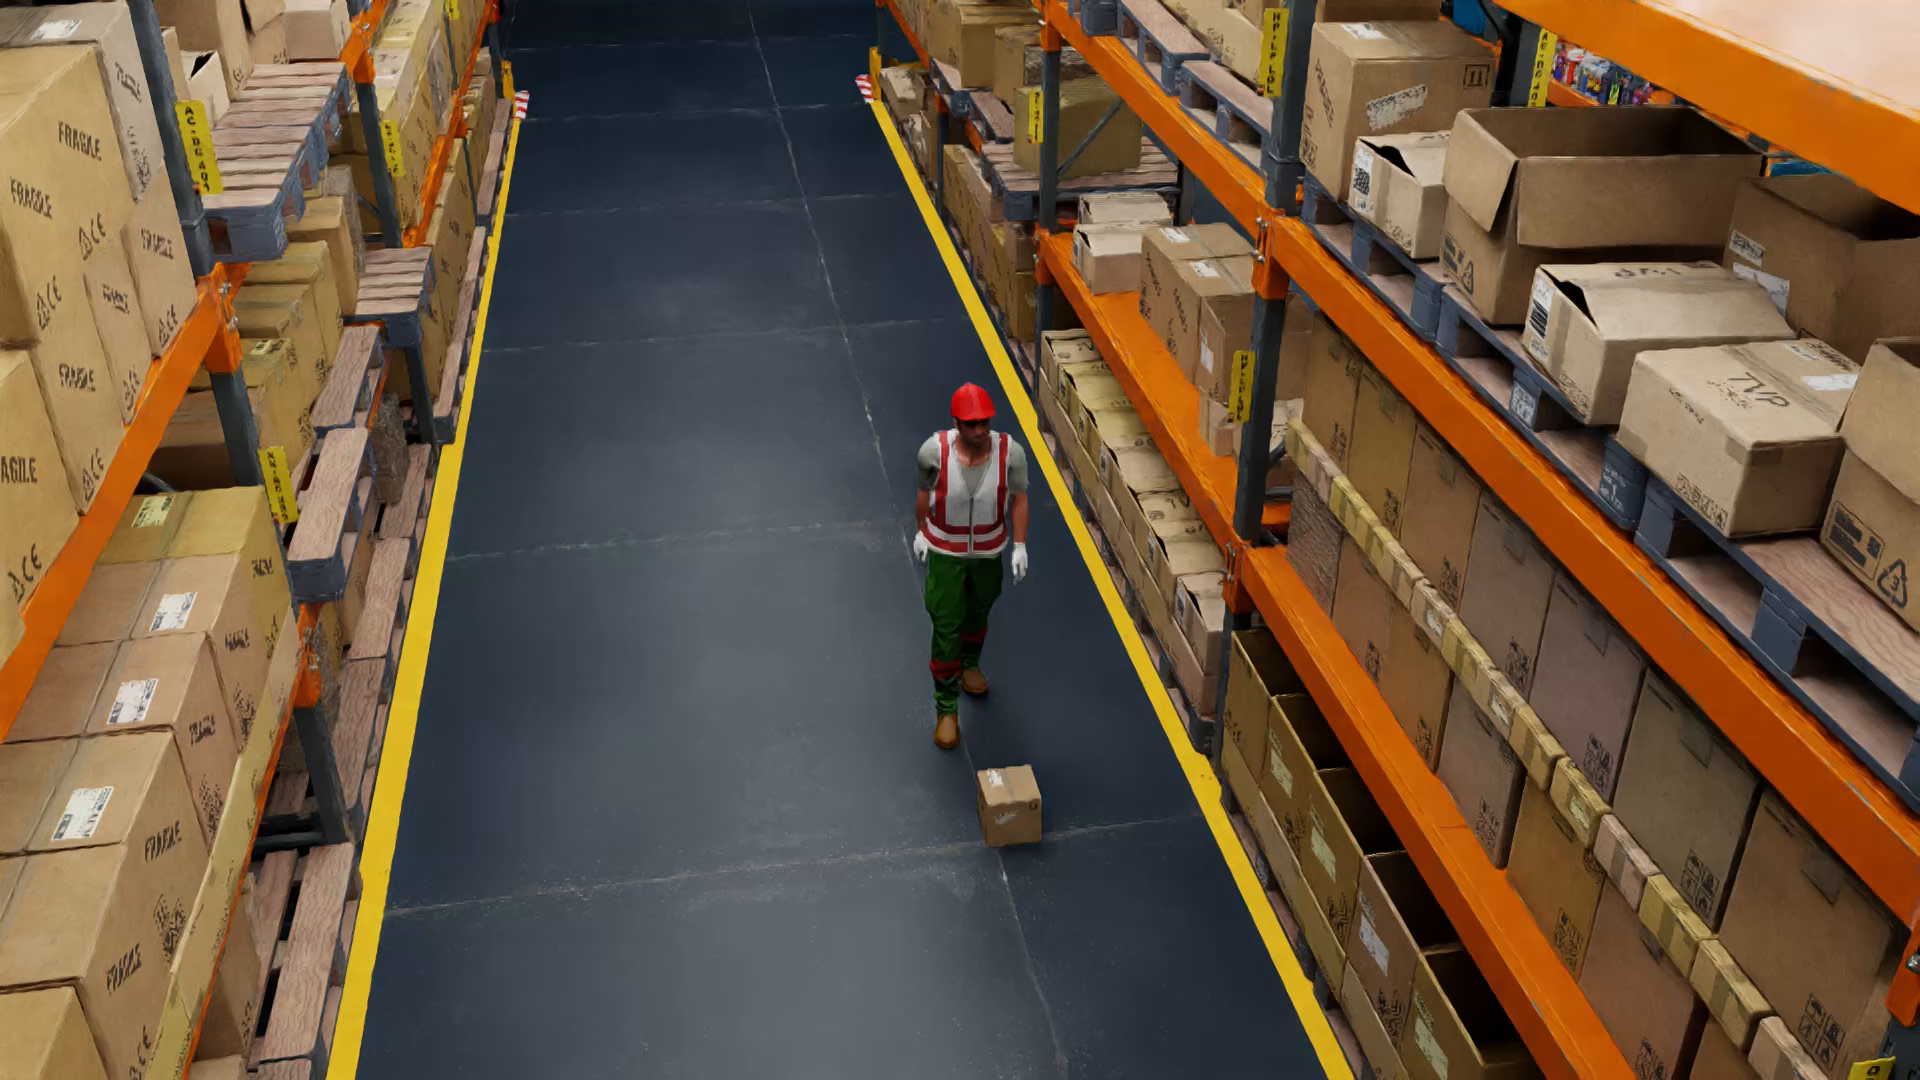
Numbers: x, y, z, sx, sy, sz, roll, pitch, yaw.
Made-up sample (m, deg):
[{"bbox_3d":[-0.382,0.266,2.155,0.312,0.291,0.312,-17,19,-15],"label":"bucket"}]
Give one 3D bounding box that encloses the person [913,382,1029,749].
[{"bbox_3d":[0.074,0.066,7.982,0.535,1.777,0.700,-6,31,-10],"label":"person"}]
